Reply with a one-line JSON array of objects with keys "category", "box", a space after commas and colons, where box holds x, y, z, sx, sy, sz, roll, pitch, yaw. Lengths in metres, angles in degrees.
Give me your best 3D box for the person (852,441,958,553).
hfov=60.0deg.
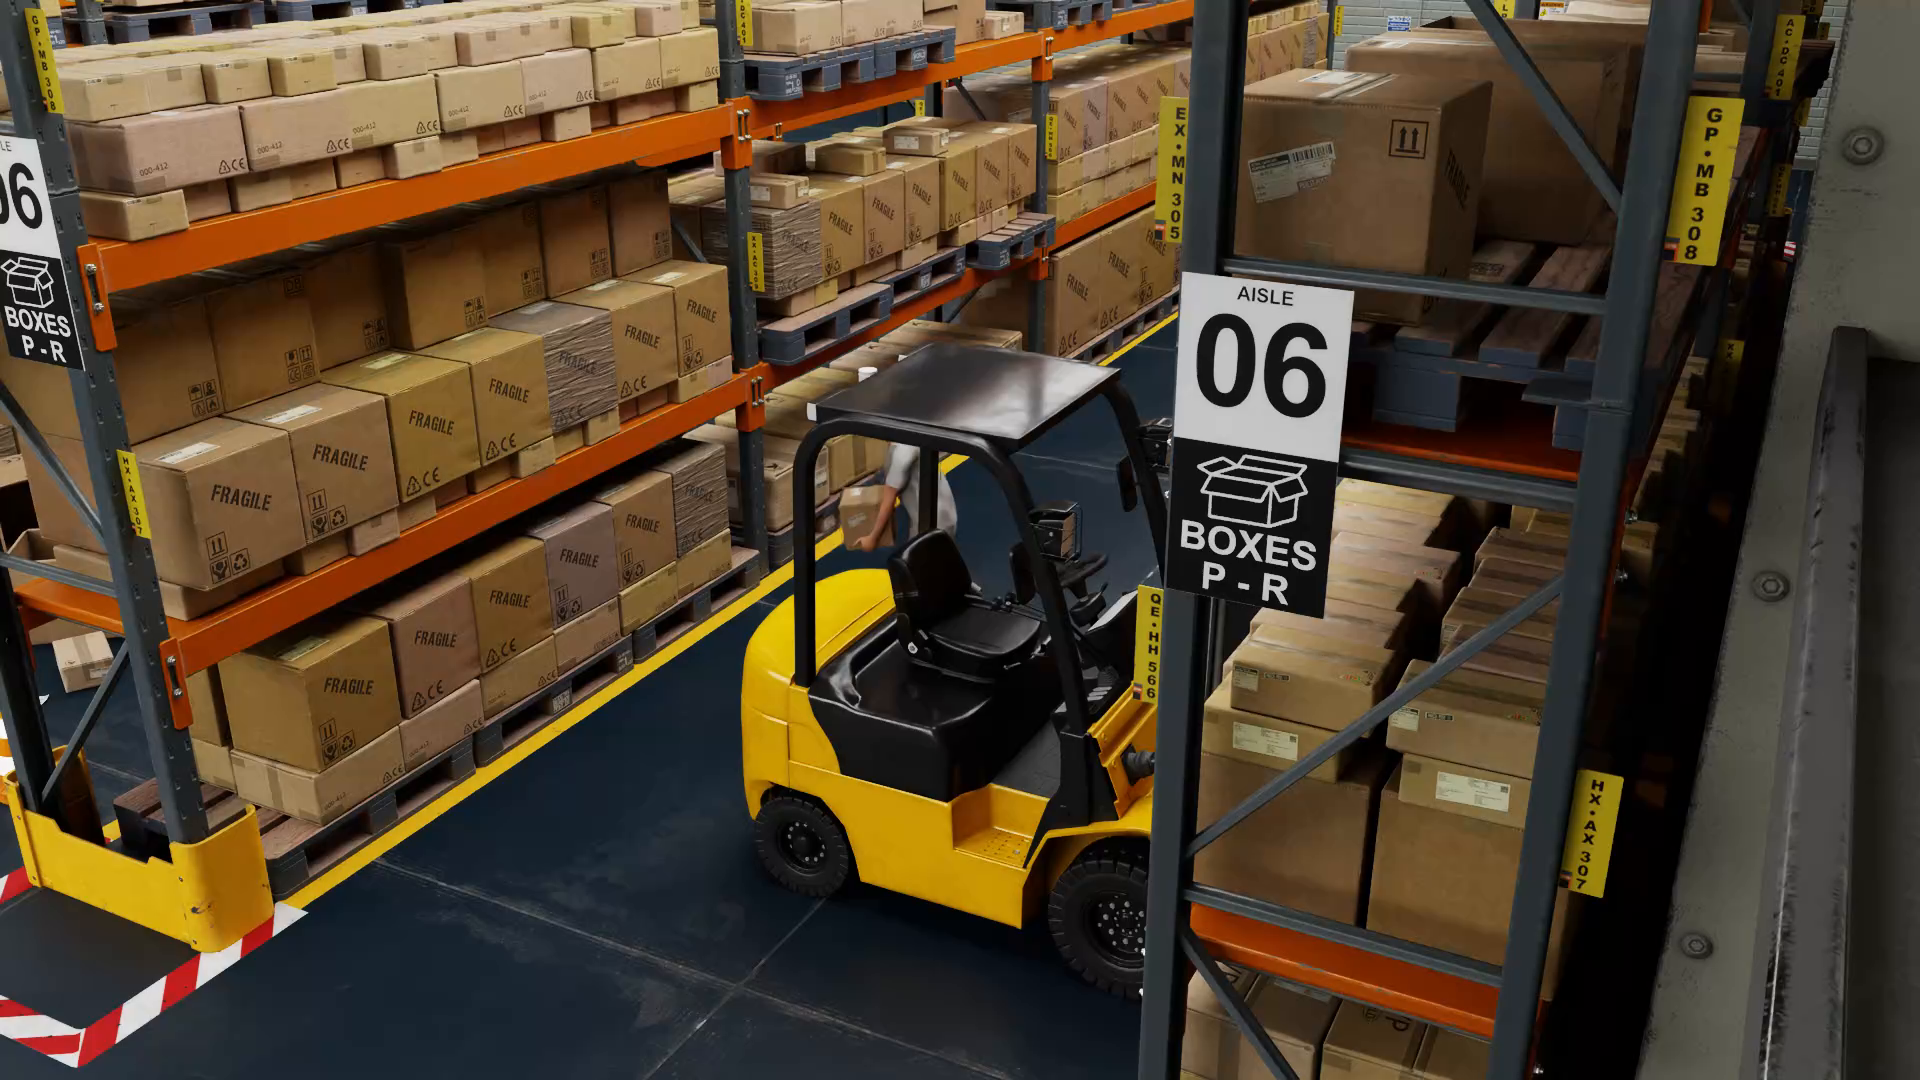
[{"category": "person", "box": [-0.284, -0.056, 8.605, 0.545, 1.630, 0.417, -1, 23, -3]}]
